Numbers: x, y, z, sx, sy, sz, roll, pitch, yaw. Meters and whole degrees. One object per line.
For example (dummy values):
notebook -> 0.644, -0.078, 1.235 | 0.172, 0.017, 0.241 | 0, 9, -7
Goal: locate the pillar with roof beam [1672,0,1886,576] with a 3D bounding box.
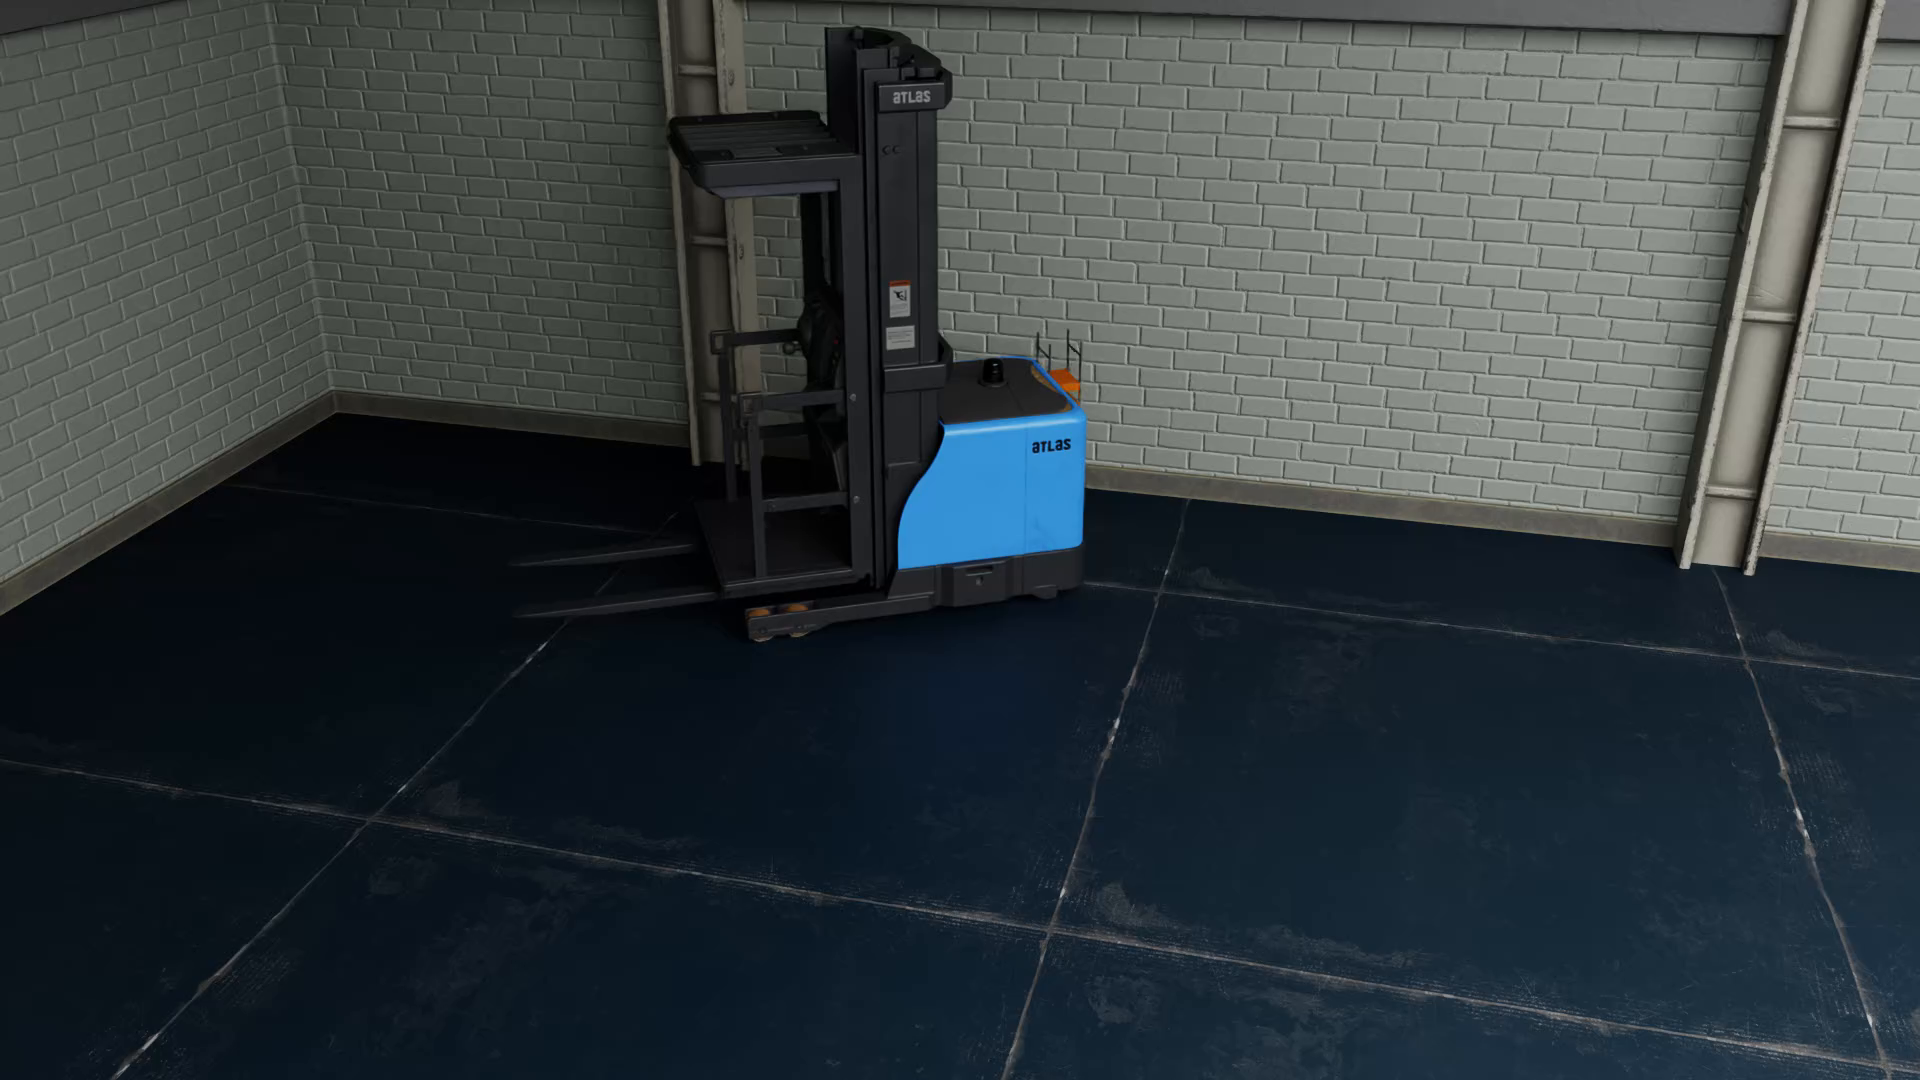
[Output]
pillar with roof beam -> 3.230, -2.156, 3.811 | 0.400, 9.000, 9.100 | 6, 26, 13

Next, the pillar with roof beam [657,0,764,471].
pillar with roof beam -> -2.581, -2.799, 5.160 | 0.400, 9.000, 9.100 | 6, 26, 13

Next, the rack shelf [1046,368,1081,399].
rack shelf -> 0.560, -0.886, 9.481 | 0.180, 0.103, 0.258 | -7, 26, -14

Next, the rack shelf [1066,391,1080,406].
rack shelf -> 0.560, -0.778, 9.533 | 0.180, 0.103, 0.258 | -7, 26, -14

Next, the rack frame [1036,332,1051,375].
rack frame -> 0.472, -0.591, 9.595 | 0.006, 1.200, 0.240 | -7, 26, -14

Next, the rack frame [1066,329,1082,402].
rack frame -> 0.648, -0.612, 9.639 | 0.006, 1.200, 0.240 | -7, 26, -14

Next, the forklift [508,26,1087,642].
forklift -> -0.897, -1.048, 8.541 | 3.031, 2.935, 1.130 | -7, 26, -14

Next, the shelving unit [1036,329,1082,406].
shelving unit -> 0.560, -0.601, 9.617 | 0.189, 1.200, 0.258 | -7, 26, -14
